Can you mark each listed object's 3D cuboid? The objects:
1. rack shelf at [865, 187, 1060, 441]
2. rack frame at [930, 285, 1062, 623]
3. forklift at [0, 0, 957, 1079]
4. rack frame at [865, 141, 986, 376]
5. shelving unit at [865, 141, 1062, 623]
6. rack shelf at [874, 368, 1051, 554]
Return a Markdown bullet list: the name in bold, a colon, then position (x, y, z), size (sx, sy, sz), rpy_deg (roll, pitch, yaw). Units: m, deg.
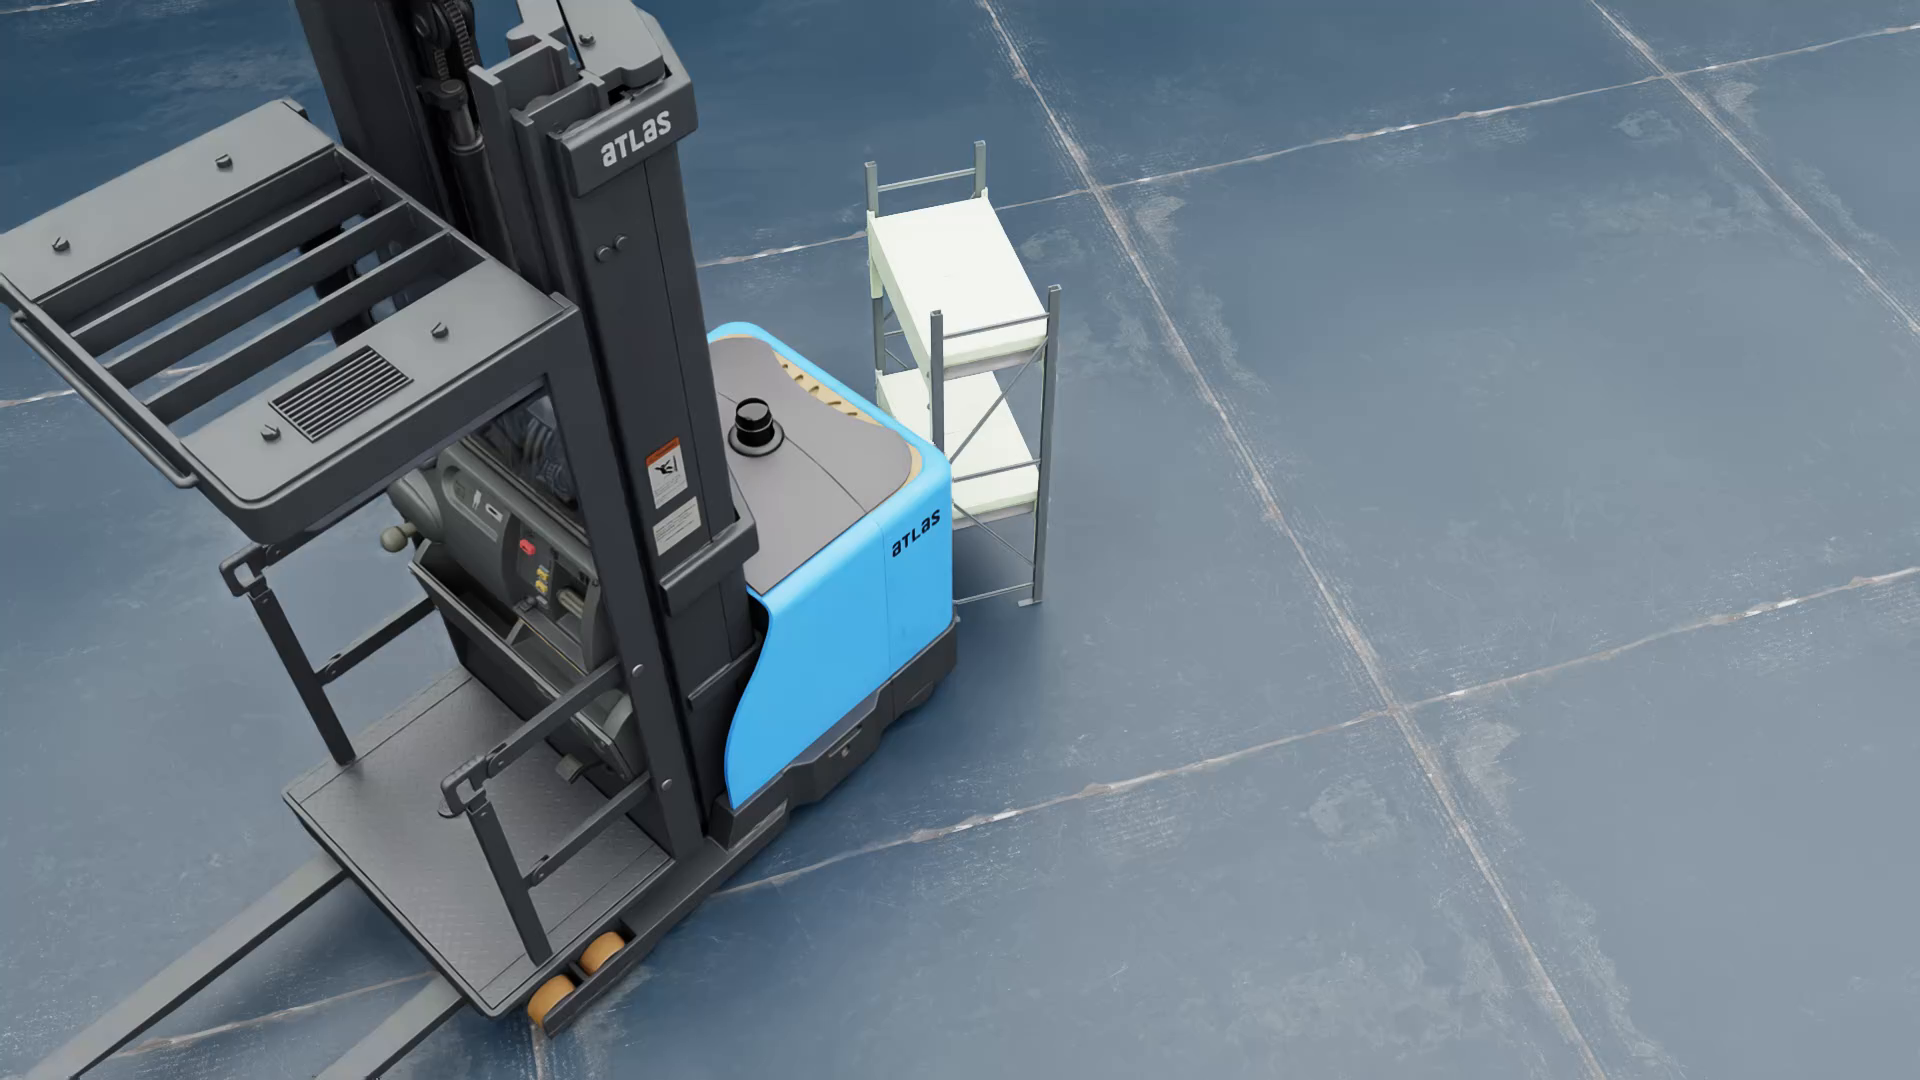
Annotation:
- **rack shelf**: position (-0.002, -0.740, 5.382), size (0.431, 0.370, 0.720), rpy_deg (-13, 51, -11)
- **rack frame**: position (0.106, -0.221, 5.455), size (0.400, 1.500, 0.023), rpy_deg (-13, 51, -11)
- **forklift**: position (-1.382, 0.078, 4.267), size (1.130, 2.935, 3.031), rpy_deg (35, 58, 26)
- **rack frame**: position (-0.110, -0.756, 5.906), size (0.400, 1.500, 0.023), rpy_deg (-13, 51, -11)
- **shelving unit**: position (-0.002, -0.488, 5.681), size (0.431, 1.500, 0.755), rpy_deg (-13, 51, -11)
- **rack shelf**: position (-0.002, -0.278, 5.930), size (0.431, 0.370, 0.720), rpy_deg (-13, 51, -11)
